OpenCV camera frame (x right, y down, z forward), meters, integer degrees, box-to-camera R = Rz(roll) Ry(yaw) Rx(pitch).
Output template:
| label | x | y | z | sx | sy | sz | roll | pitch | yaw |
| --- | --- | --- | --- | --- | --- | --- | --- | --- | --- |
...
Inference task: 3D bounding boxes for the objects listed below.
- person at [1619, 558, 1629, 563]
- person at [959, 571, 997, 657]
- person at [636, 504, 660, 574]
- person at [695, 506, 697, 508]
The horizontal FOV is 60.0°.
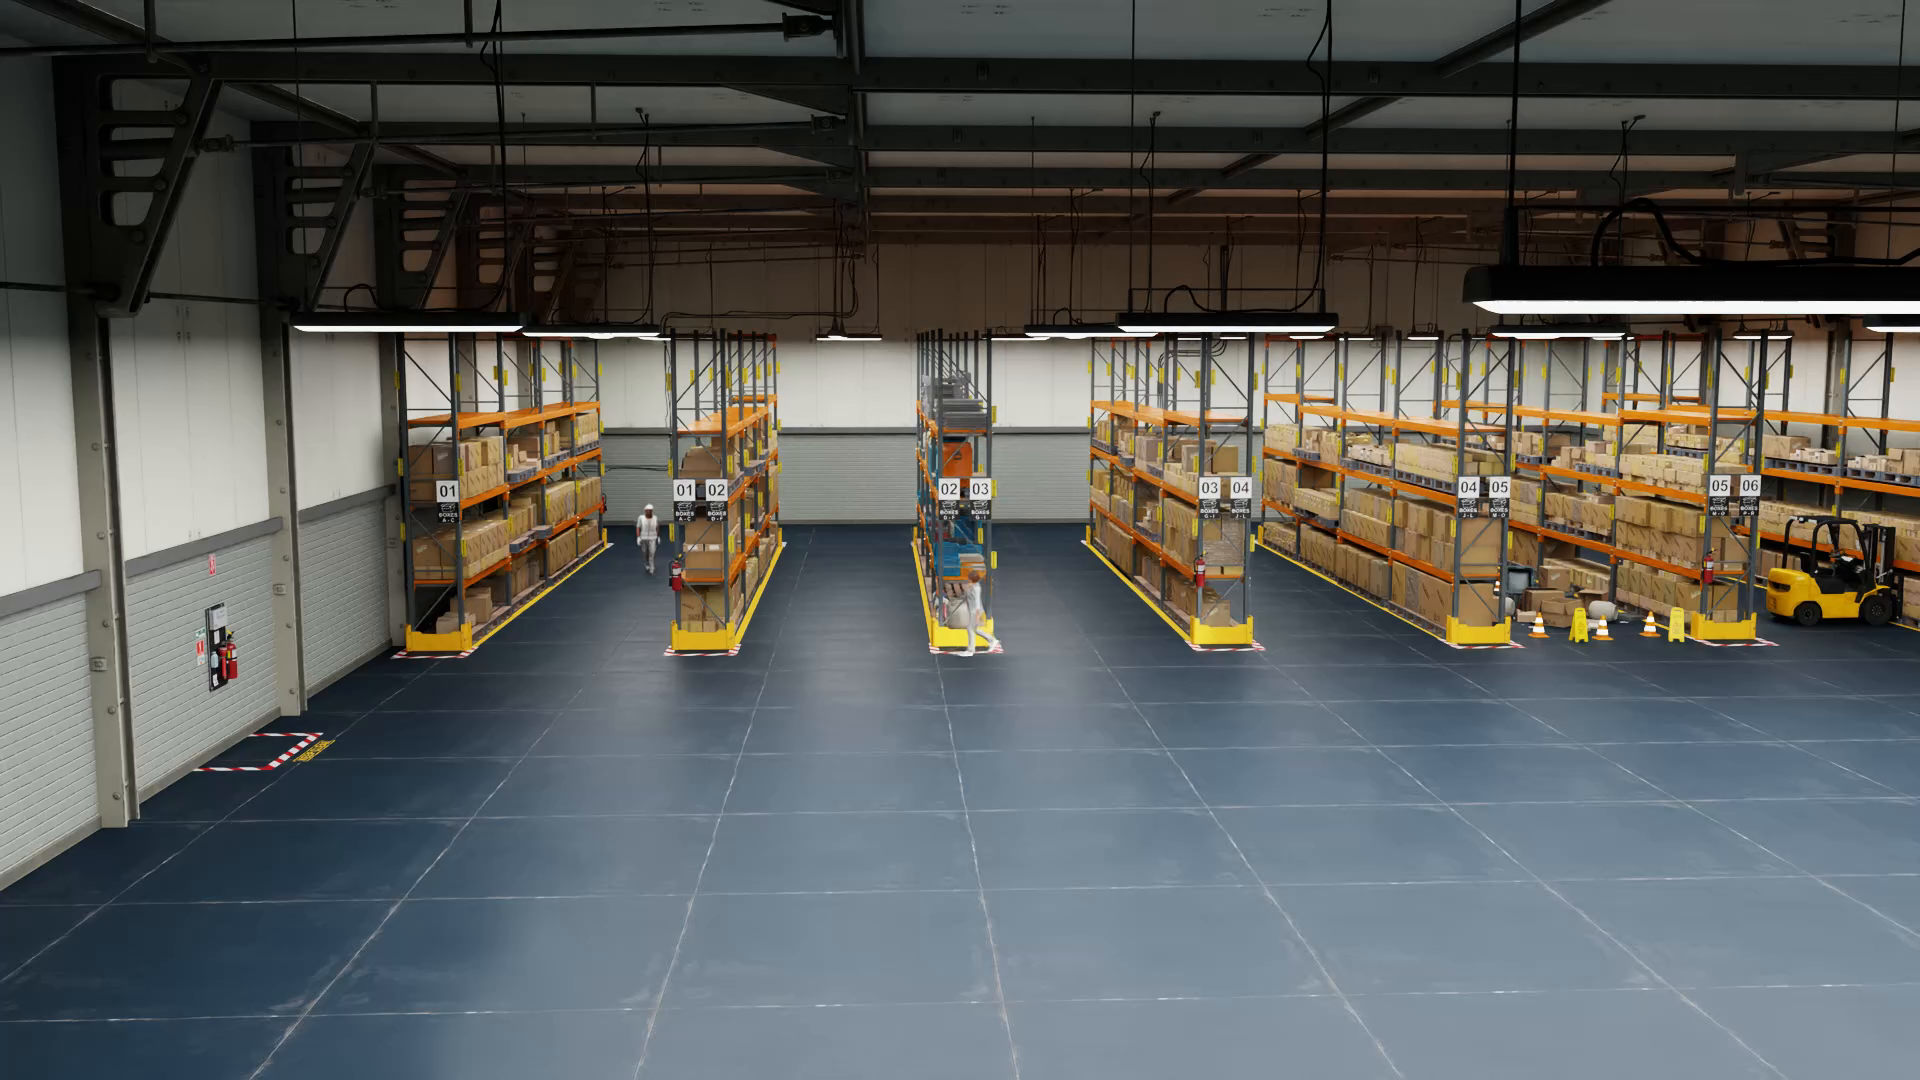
| label | x | y | z | sx | sy | sz | roll | pitch | yaw |
| --- | --- | --- | --- | --- | --- | --- | --- | --- | --- |
| person | 17.647 | -0.263 | 43.460 | 0.544 | 1.767 | 0.580 | -3 | 8 | -27 |
| person | 0.337 | 1.343 | 30.564 | 0.719 | 1.577 | 0.505 | 0 | 7 | -3 |
| person | -7.781 | -0.029 | 41.456 | 0.556 | 1.727 | 1.096 | -1 | 7 | -6 |
| person | -7.240 | -0.380 | 45.263 | 0.582 | 1.557 | 0.748 | 1 | 7 | 8 |
